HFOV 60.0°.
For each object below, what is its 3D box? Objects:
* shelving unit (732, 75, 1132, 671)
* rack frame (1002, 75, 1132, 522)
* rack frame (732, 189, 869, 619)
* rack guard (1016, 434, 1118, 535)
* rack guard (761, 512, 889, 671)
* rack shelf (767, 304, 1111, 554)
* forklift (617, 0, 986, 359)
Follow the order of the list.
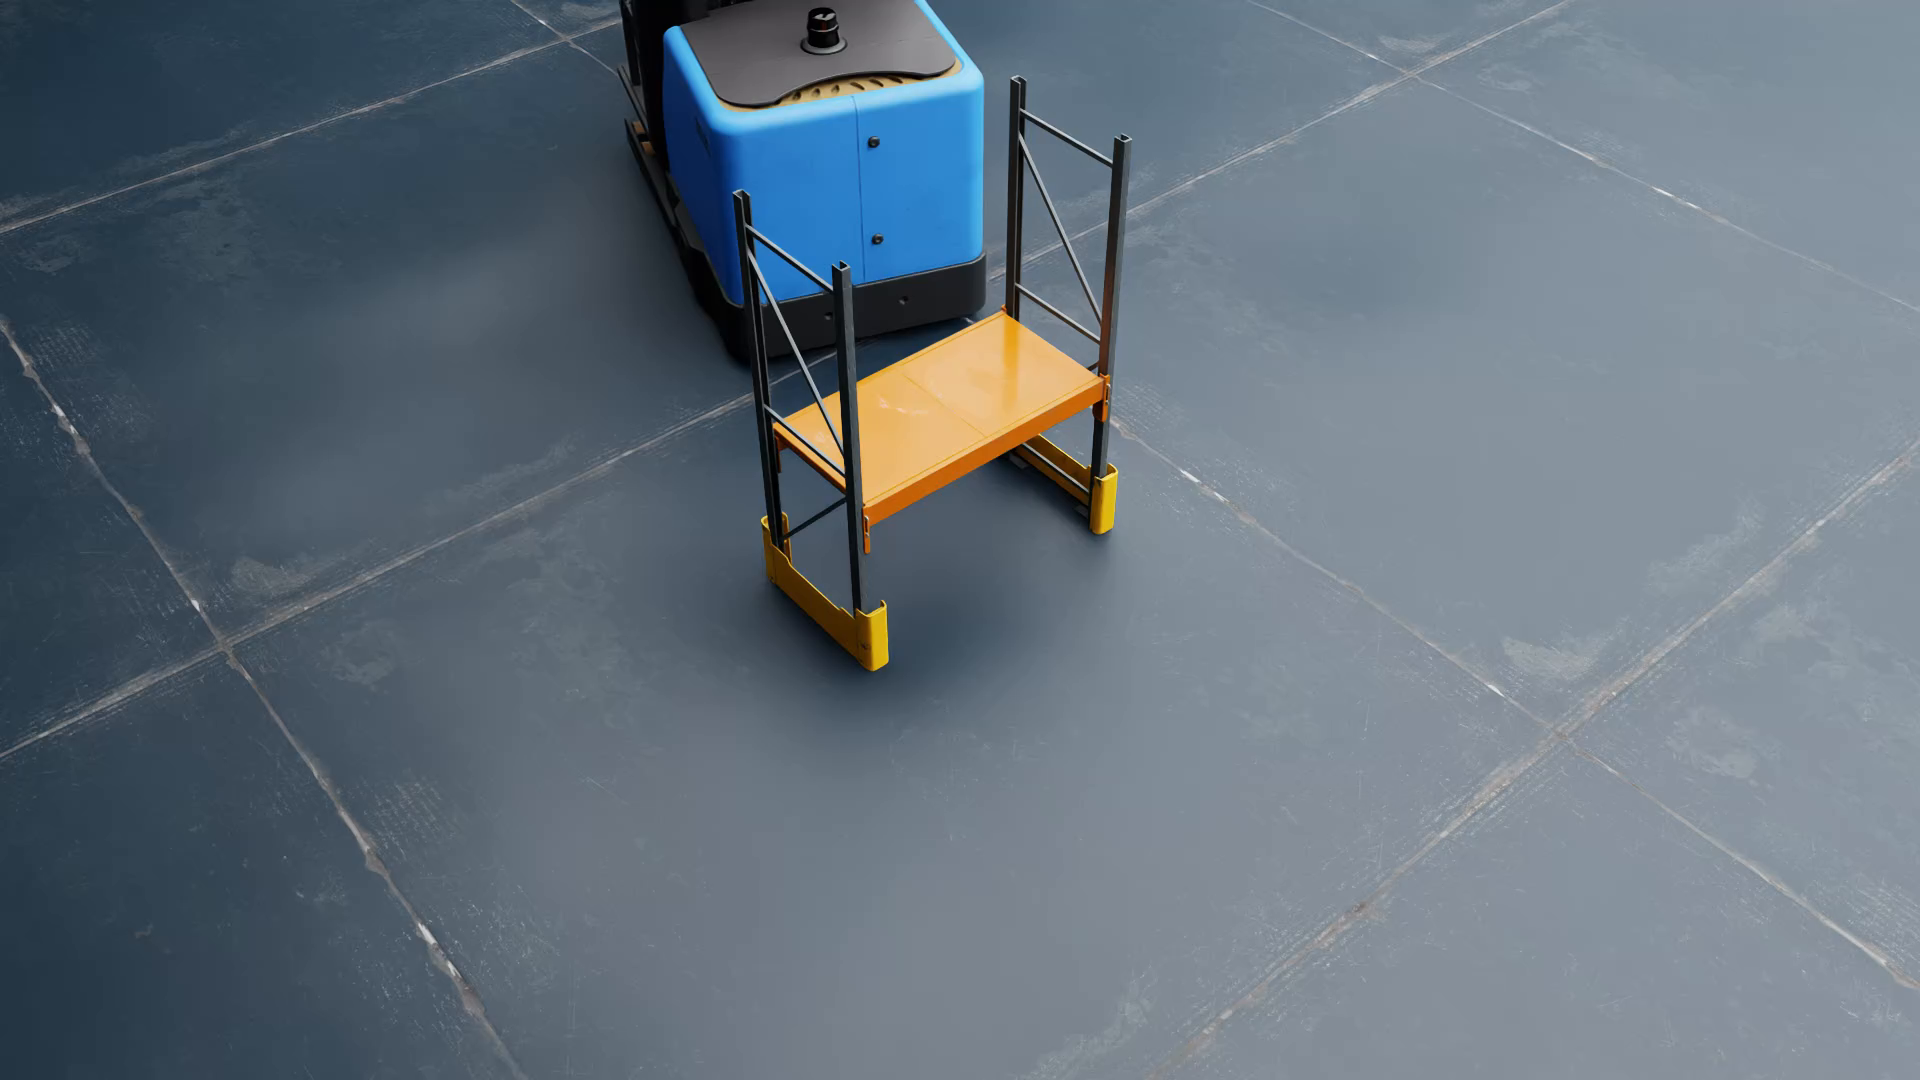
[{"bbox_3d":[-0.058,-0.513,5.201,1.083,1.500,0.587,-30,51,-28],"label":"shelving unit"},{"bbox_3d":[0.324,-0.733,5.434,0.032,1.500,0.500,-30,51,-28],"label":"rack frame"},{"bbox_3d":[-0.455,-0.286,4.959,0.032,1.500,0.500,-30,51,-28],"label":"rack frame"},{"bbox_3d":[0.324,-0.276,5.862,0.087,0.250,0.587,-30,51,-28],"label":"rack guard"},{"bbox_3d":[-0.440,0.161,5.396,0.087,0.250,0.587,-30,51,-28],"label":"rack guard"},{"bbox_3d":[-0.065,-0.378,5.320,1.000,0.185,0.538,-30,51,-28],"label":"rack shelf"},{"bbox_3d":[-0.882,-2.783,6.572,1.130,2.935,3.031,-14,45,-15],"label":"forklift"}]
